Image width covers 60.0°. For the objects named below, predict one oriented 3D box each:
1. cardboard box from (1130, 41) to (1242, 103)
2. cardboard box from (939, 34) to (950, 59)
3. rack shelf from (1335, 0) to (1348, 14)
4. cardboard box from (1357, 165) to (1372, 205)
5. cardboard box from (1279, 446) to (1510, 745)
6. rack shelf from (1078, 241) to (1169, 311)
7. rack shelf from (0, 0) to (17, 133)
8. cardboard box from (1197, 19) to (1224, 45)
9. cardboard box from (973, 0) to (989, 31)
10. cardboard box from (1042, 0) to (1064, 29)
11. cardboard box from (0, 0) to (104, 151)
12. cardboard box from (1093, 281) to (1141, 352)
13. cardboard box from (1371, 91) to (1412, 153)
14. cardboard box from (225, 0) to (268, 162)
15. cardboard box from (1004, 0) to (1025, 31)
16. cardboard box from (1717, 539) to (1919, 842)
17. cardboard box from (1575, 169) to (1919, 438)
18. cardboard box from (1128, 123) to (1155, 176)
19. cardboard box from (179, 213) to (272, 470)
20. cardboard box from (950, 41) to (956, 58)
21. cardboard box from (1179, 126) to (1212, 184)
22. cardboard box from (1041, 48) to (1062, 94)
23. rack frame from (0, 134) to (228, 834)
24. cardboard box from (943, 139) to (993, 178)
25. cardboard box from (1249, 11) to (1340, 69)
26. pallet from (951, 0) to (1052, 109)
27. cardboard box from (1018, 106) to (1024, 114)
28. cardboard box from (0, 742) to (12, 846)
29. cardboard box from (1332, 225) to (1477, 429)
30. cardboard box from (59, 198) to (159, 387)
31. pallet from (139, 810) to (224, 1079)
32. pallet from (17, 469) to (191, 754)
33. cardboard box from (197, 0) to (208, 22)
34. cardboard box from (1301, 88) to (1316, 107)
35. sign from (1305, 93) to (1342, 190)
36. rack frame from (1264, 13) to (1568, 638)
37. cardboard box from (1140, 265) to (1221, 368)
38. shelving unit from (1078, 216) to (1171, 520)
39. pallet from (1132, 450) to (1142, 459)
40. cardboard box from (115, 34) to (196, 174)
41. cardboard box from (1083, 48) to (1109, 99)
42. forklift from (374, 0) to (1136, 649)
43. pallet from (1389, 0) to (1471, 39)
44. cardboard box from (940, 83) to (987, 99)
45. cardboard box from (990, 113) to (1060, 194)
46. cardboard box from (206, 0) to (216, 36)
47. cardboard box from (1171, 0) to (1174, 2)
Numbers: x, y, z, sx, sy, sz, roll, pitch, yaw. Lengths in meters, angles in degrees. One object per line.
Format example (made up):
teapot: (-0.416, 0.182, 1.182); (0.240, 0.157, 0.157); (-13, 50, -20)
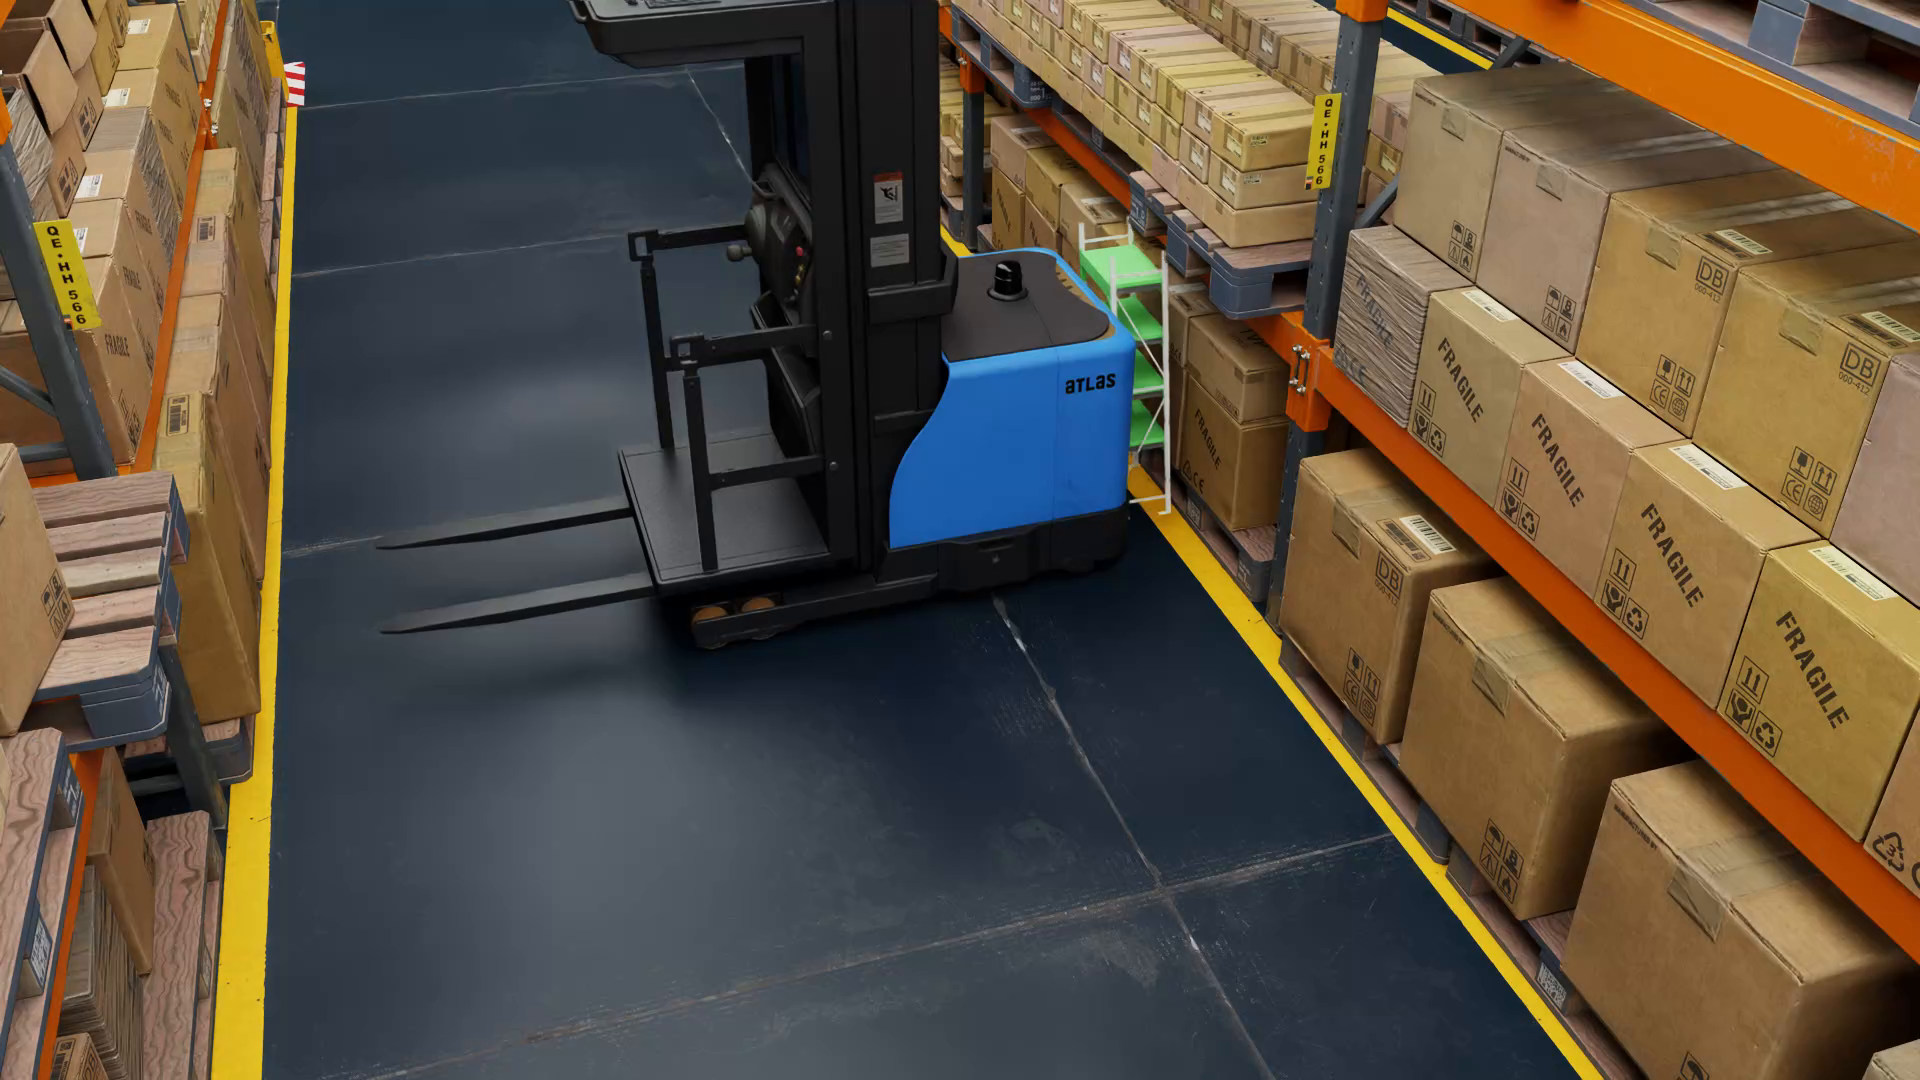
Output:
cardboard box: (0.906, -1.885, 6.689); (0.380, 0.149, 0.250); (-9, 35, -13)
cardboard box: (-0.284, -3.276, 11.152); (0.380, 0.149, 0.250); (-10, 35, -15)
rack shelf: (1.121, -2.978, 6.968); (1.077, 0.370, 4.000); (-10, 35, -15)
cardboard box: (1.706, -1.457, 6.581); (0.380, 0.149, 0.250); (-8, 34, -12)
cardboard box: (1.832, 0.121, 6.006); (1.050, 0.750, 0.750); (-10, 35, -15)
rack shelf: (0.688, -1.106, 7.031); (0.258, 0.148, 0.480); (-9, 29, -8)
rack shelf: (-3.633, -2.197, 5.786); (1.077, 0.370, 4.000); (-10, 35, -15)
cardboard box: (1.295, -2.276, 7.551); (0.380, 0.149, 0.250); (-9, 34, -13)
cardboard box: (0.284, -2.719, 8.491); (0.380, 0.149, 0.250); (-9, 35, -14)
cardboard box: (0.589, -2.433, 7.518); (0.380, 0.149, 0.250); (-9, 34, -13)
cardboard box: (-3.638, -1.736, 6.156); (0.797, 0.503, 0.637); (-9, 34, -13)
cardboard box: (0.950, -0.959, 7.867); (0.500, 0.500, 0.500); (-12, 35, -17)
cardboard box: (1.774, -1.573, 6.217); (0.380, 0.149, 0.250); (-10, 35, -15)
cardboard box: (-4.914, -2.885, 10.441); (0.875, 0.875, 0.875); (-10, 35, -15)
cardboard box: (0.433, -2.580, 8.011); (0.380, 0.149, 0.250); (-11, 35, -17)
cardboard box: (2.229, 0.322, 3.952); (0.500, 0.500, 0.500); (-10, 35, -14)
cardboard box: (2.173, -0.664, 4.537); (0.700, 0.500, 0.500); (-11, 35, -15)
cardboard box: (0.918, -1.626, 6.837); (0.380, 0.149, 0.250); (-10, 35, -15)
cardboard box: (-3.755, -0.783, 7.261); (1.225, 0.875, 0.875); (-11, 35, -16)
cardboard box: (0.151, -3.352, 11.267); (0.380, 0.149, 0.250); (-10, 35, -14)
cardboard box: (1.064, -1.494, 6.368); (0.380, 0.149, 0.250); (-9, 34, -13)
cardboard box: (0.597, -2.179, 7.673); (0.380, 0.149, 0.250); (-11, 35, -16)
rack frame: (-3.023, -0.196, 4.826); (1.000, 3.000, 0.127); (-10, 35, -15)
cardboard box: (0.112, -2.299, 9.944); (0.380, 0.149, 0.250); (-9, 35, -14)
cardboard box: (1.455, -2.122, 7.048); (0.380, 0.149, 0.250); (-8, 34, -13)
pallet: (0.606, -2.571, 8.595); (1.003, 0.211, 1.213); (-10, 35, -15)
cardboard box: (0.576, -2.681, 10.252); (0.380, 0.149, 0.250); (-8, 34, -12)
cardboard box: (-2.257, 0.515, 3.491); (0.396, 0.266, 0.258); (-11, 35, -16)
cardboard box: (1.611, -0.738, 5.555); (0.500, 0.500, 0.500); (-10, 35, -14)
cardboard box: (-3.072, -0.809, 5.663); (0.500, 0.500, 0.500); (-11, 35, -16)
pallet: (-2.786, 1.378, 4.973); (1.003, 0.211, 1.213); (-10, 35, -15)
pallet: (-2.704, 0.240, 4.340); (1.213, 0.211, 1.003); (-10, 35, -15)
cardboard box: (-4.284, -2.910, 8.800); (0.500, 0.250, 0.500); (-10, 35, -15)
cardboard box: (1.606, -1.741, 6.741); (0.380, 0.149, 0.250); (-11, 35, -16)
sign: (1.218, -1.331, 5.565); (0.100, 0.325, 0.005); (-10, 35, -15)
rack frame: (1.731, -0.977, 6.008); (1.000, 3.000, 0.127); (-10, 35, -15)
cardboard box: (1.109, -1.001, 7.250); (0.500, 0.250, 0.500); (-10, 35, -14)
shelving unit: (0.718, -0.740, 7.228); (0.258, 1.200, 0.503); (-9, 29, -8)
pallet: (1.126, -0.864, 8.365); (1.003, 0.211, 1.213); (-10, 35, -15)
cardboard box: (-3.696, -1.877, 7.279); (0.500, 0.500, 0.500); (-9, 34, -13)
cardboard box: (0.752, -2.031, 7.180); (0.380, 0.149, 0.250); (-9, 35, -14)
forklift: (-0.867, -1.118, 6.284); (3.031, 2.935, 1.130); (-10, 35, -15)
pallet: (4.293, -4.493, 13.858); (1.003, 0.211, 1.213); (-10, 35, -15)
cardboard box: (-0.044, -2.711, 10.297); (0.380, 0.149, 0.250); (-10, 35, -15)
cardboard box: (0.485, -2.090, 8.898); (0.500, 0.250, 0.500); (-12, 35, -17)
cardboard box: (-4.259, -2.816, 9.019); (0.380, 0.149, 0.250); (-11, 35, -16)
cardboard box: (1.131, -2.673, 7.882); (0.380, 0.149, 0.250); (-11, 35, -16)
